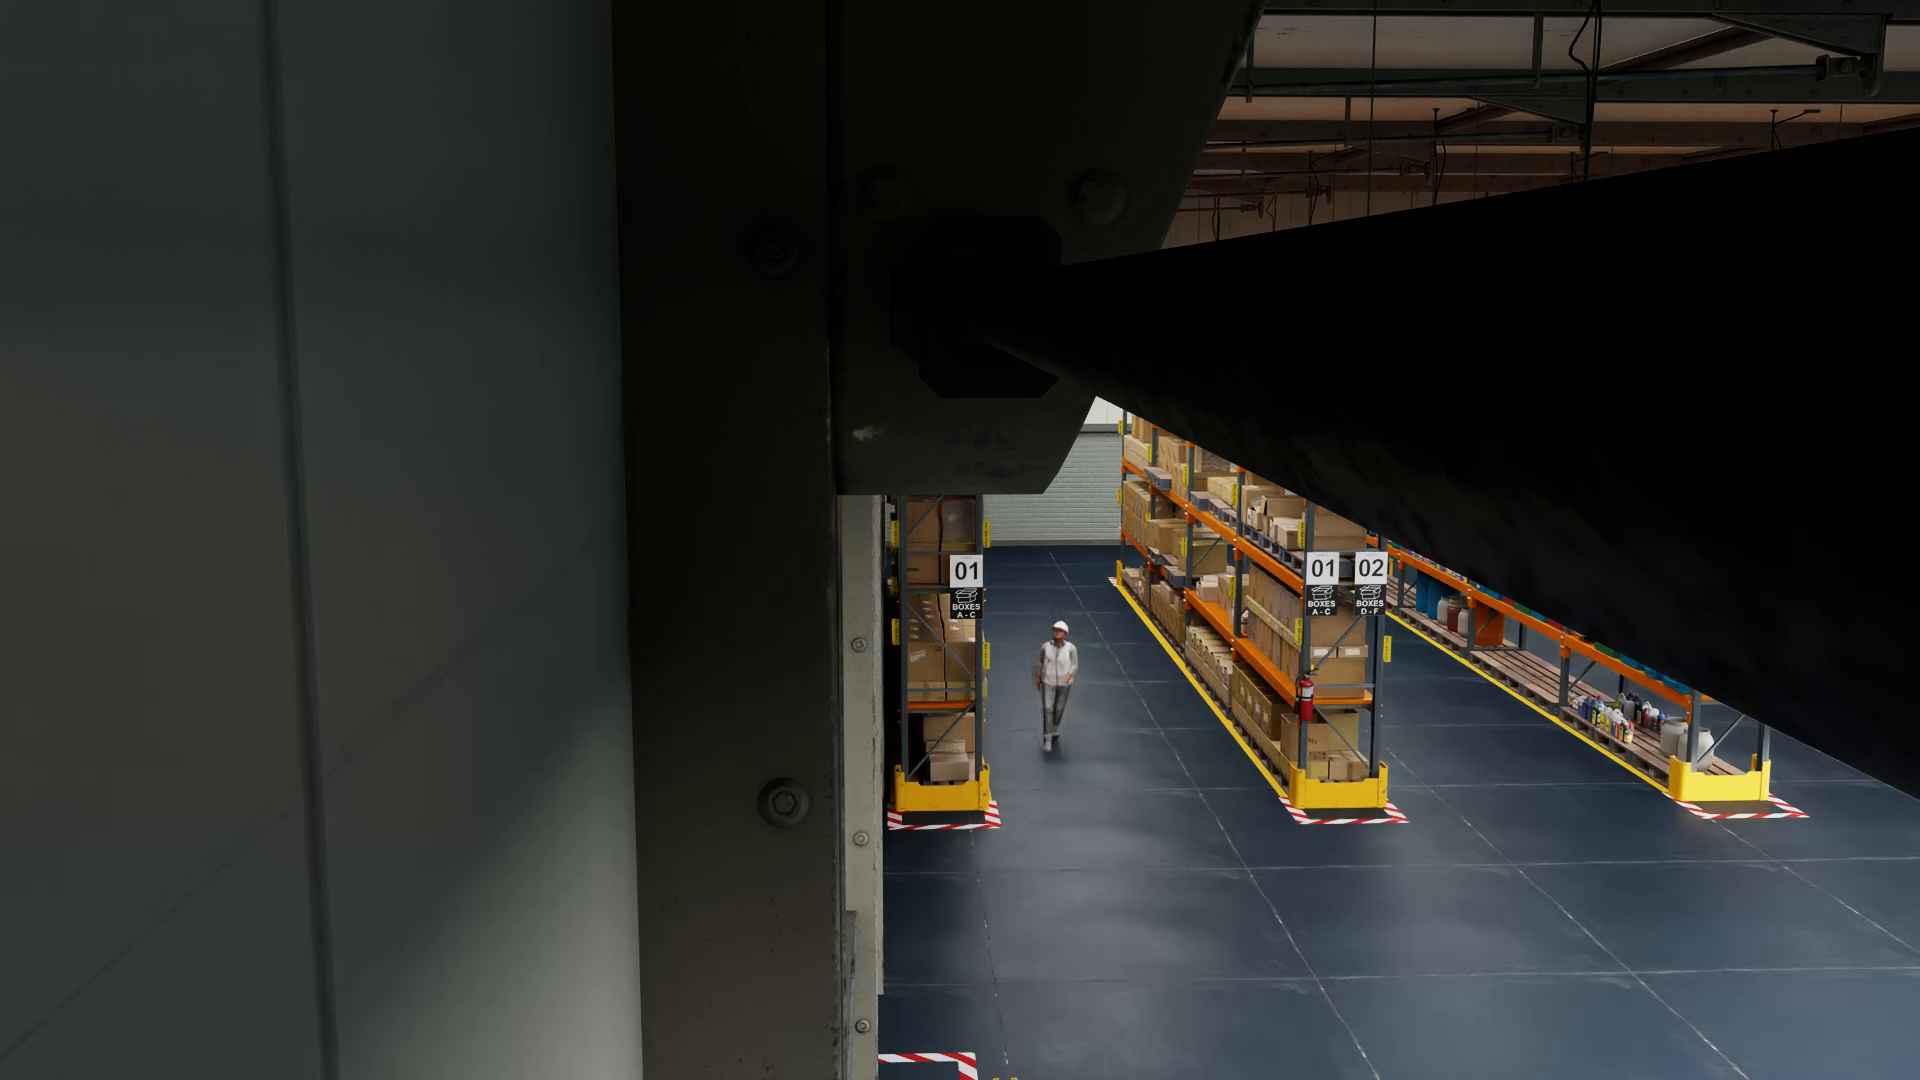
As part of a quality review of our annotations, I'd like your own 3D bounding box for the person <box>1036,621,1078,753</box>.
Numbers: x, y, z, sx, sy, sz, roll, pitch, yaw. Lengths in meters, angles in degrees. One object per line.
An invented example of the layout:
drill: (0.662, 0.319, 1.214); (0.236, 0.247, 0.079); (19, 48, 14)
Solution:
person: (1.375, 2.030, 23.481); (0.577, 1.746, 0.975); (0, 8, 0)
